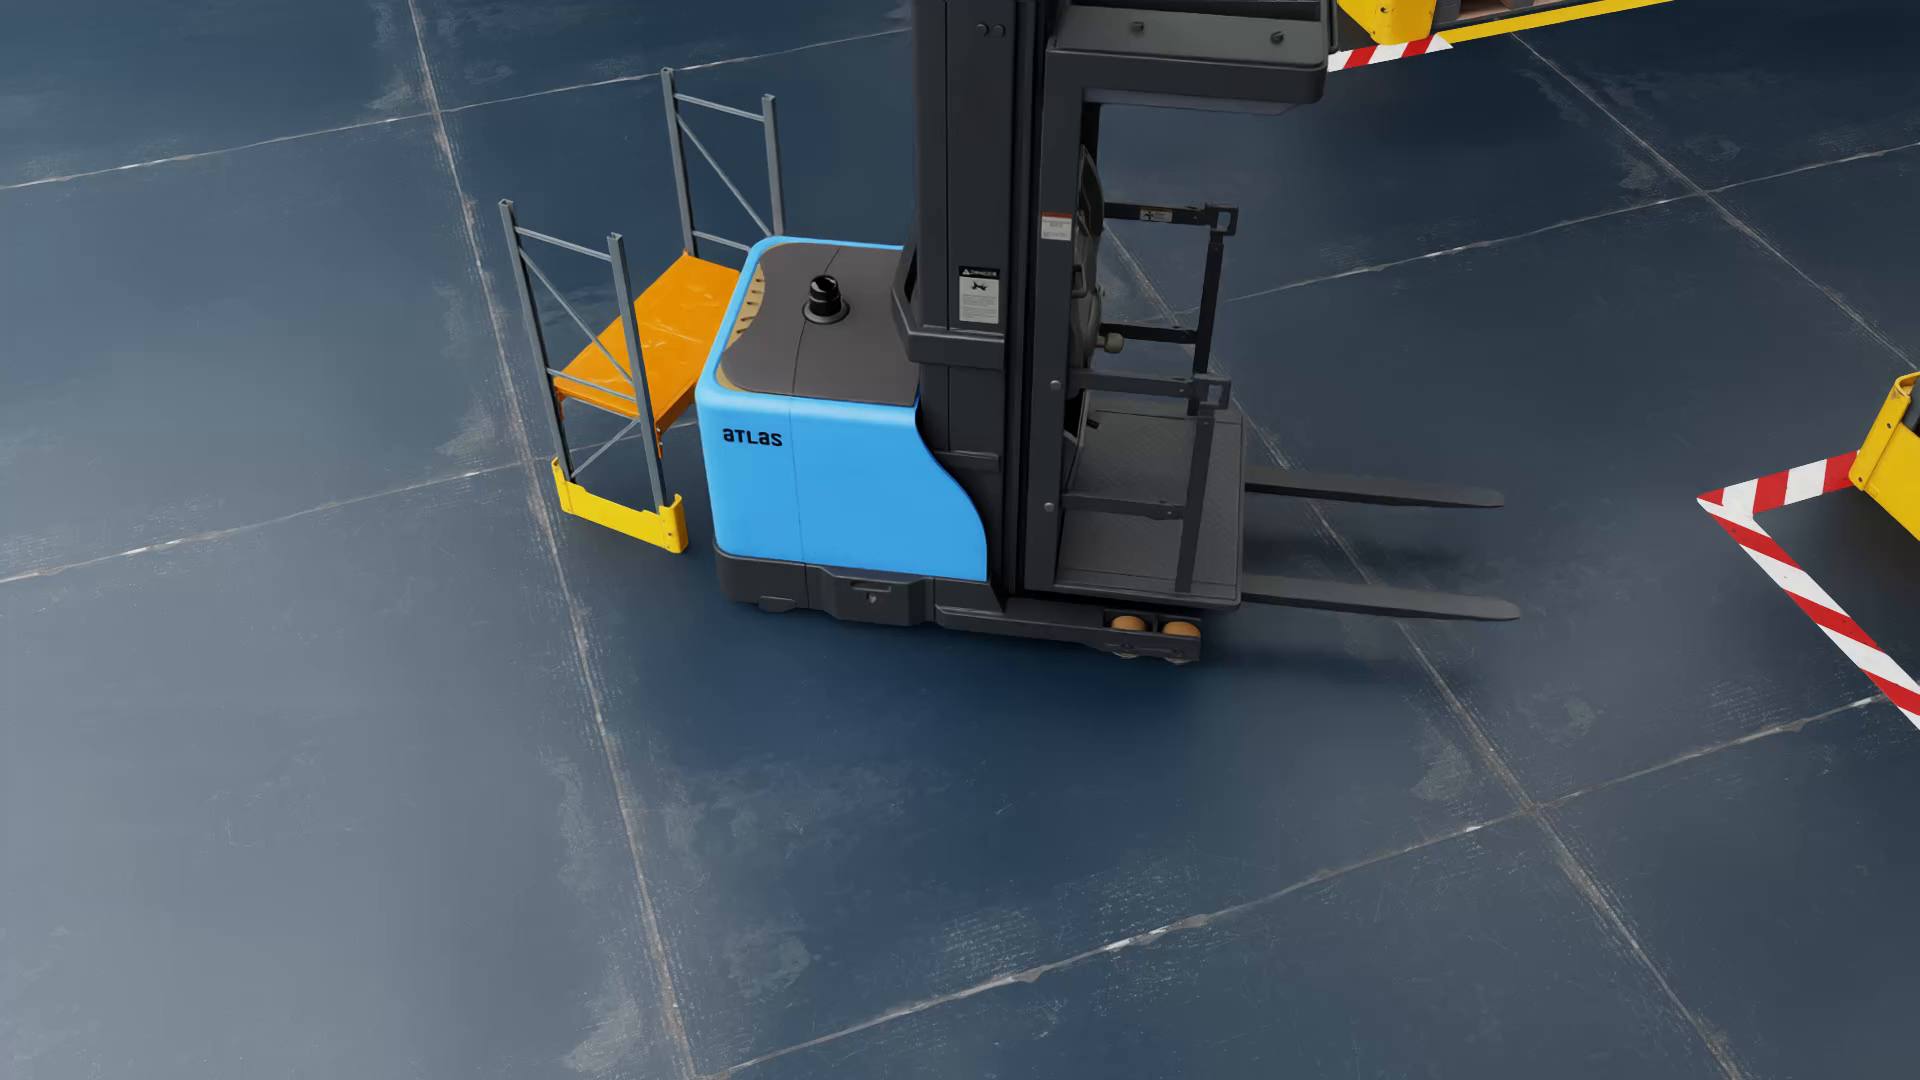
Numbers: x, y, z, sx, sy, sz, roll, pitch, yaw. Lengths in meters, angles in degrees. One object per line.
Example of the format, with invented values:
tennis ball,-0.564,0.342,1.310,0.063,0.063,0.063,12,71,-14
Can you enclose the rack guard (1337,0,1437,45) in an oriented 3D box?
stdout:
rack guard,2.392,-3.447,9.833,0.348,0.500,1.175,-14,47,-14

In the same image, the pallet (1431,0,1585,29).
pallet,3.158,-3.537,10.126,1.213,0.211,1.003,-14,47,-14

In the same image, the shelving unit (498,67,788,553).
shelving unit,-1.152,-0.906,6.594,0.587,1.500,1.083,19,48,18

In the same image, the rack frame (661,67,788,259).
rack frame,-0.931,-1.223,6.910,0.500,1.500,0.032,19,48,18

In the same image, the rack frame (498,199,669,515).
rack frame,-1.381,-0.578,6.267,0.500,1.500,0.032,19,48,18

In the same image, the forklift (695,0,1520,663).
forklift,0.619,-0.974,5.652,3.031,2.935,1.130,6,45,6

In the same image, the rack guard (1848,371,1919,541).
rack guard,4.090,-0.116,6.513,0.348,0.500,1.175,-14,47,-14

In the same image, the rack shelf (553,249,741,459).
rack shelf,-1.156,-0.774,6.716,0.538,0.185,1.000,19,48,18

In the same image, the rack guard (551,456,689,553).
rack guard,-1.373,-0.149,6.722,0.587,0.250,0.087,19,48,18

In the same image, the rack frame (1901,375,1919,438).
rack frame,4.018,-0.981,5.609,0.127,3.000,1.000,-14,47,-14
